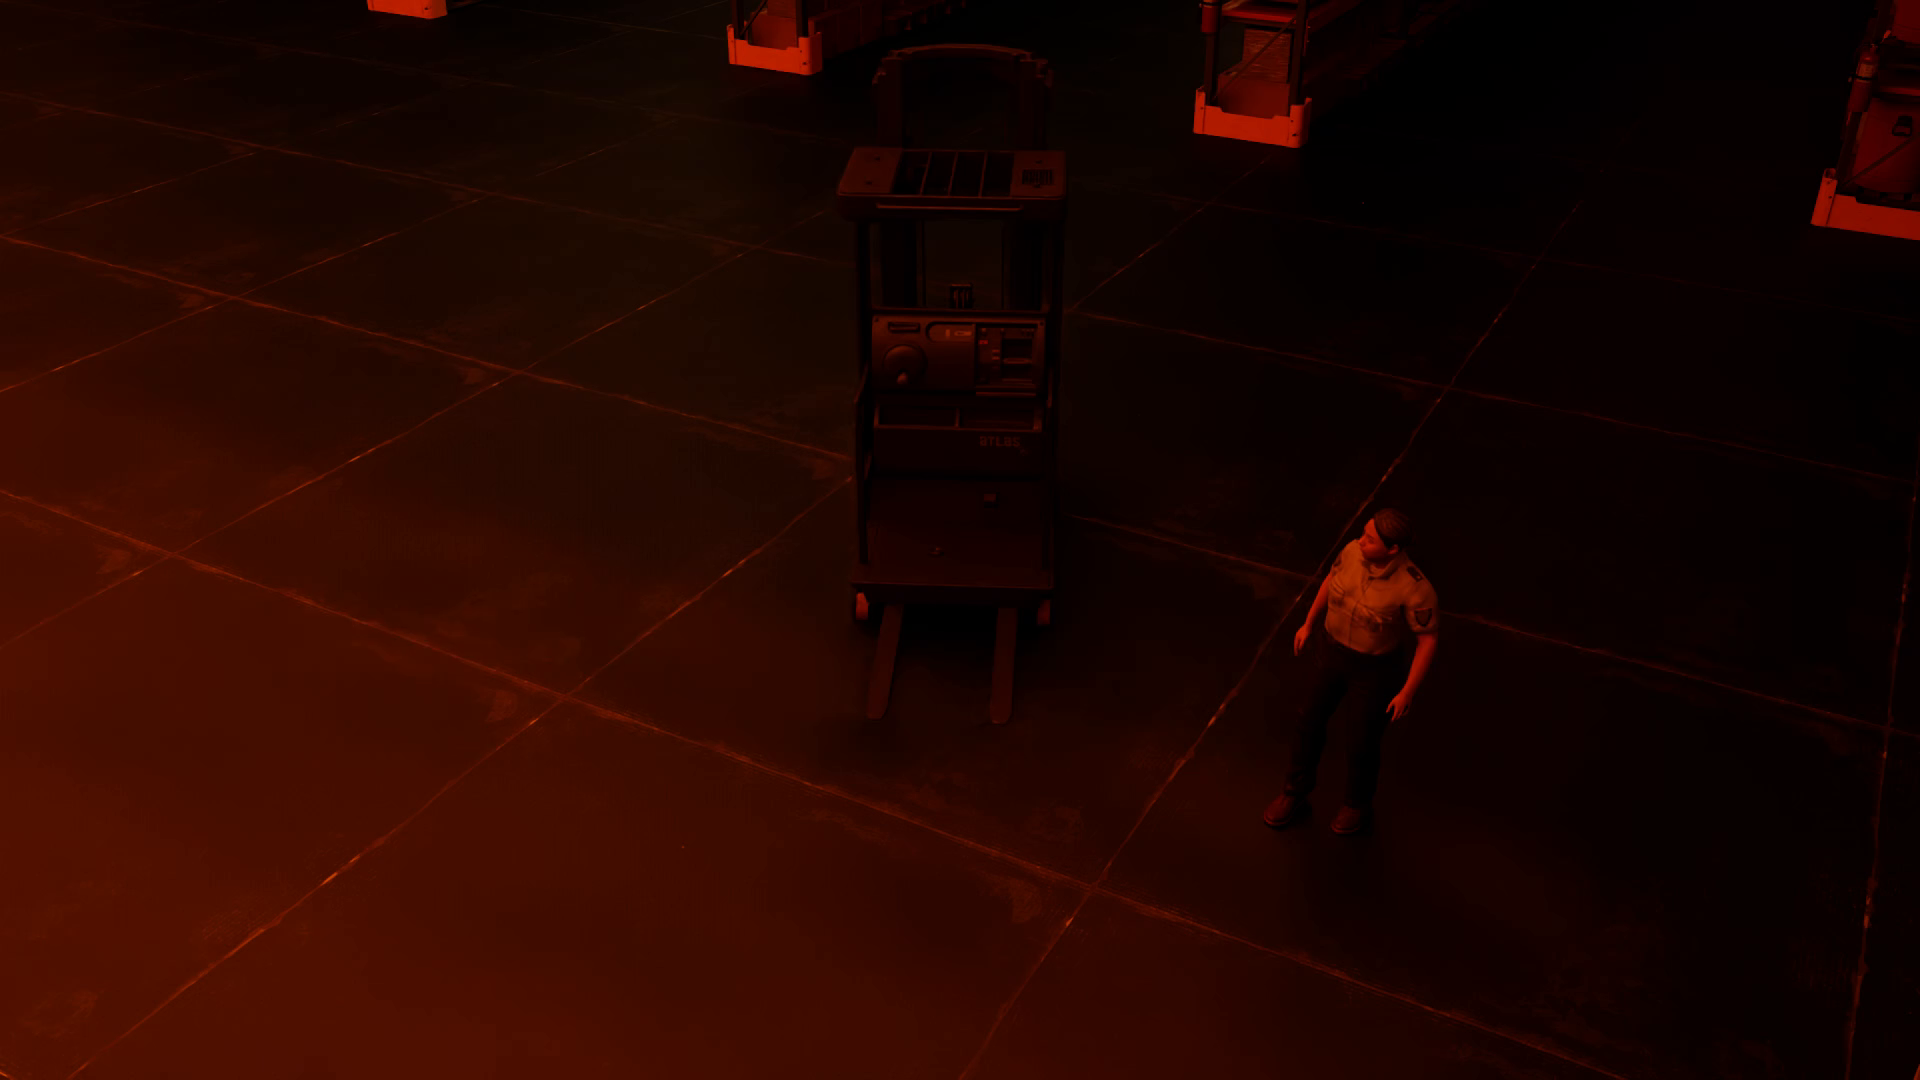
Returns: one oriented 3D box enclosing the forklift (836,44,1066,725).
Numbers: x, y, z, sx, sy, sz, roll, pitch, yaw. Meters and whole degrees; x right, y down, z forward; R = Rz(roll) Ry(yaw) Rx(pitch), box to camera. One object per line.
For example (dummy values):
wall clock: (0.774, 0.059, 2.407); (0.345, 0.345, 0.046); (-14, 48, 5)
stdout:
forklift: (-0.018, -0.955, 8.725); (1.130, 2.935, 3.031); (2, 30, 3)

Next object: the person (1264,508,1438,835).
person: (1.716, 0.590, 7.338); (0.492, 1.647, 0.653); (-26, 39, -37)
